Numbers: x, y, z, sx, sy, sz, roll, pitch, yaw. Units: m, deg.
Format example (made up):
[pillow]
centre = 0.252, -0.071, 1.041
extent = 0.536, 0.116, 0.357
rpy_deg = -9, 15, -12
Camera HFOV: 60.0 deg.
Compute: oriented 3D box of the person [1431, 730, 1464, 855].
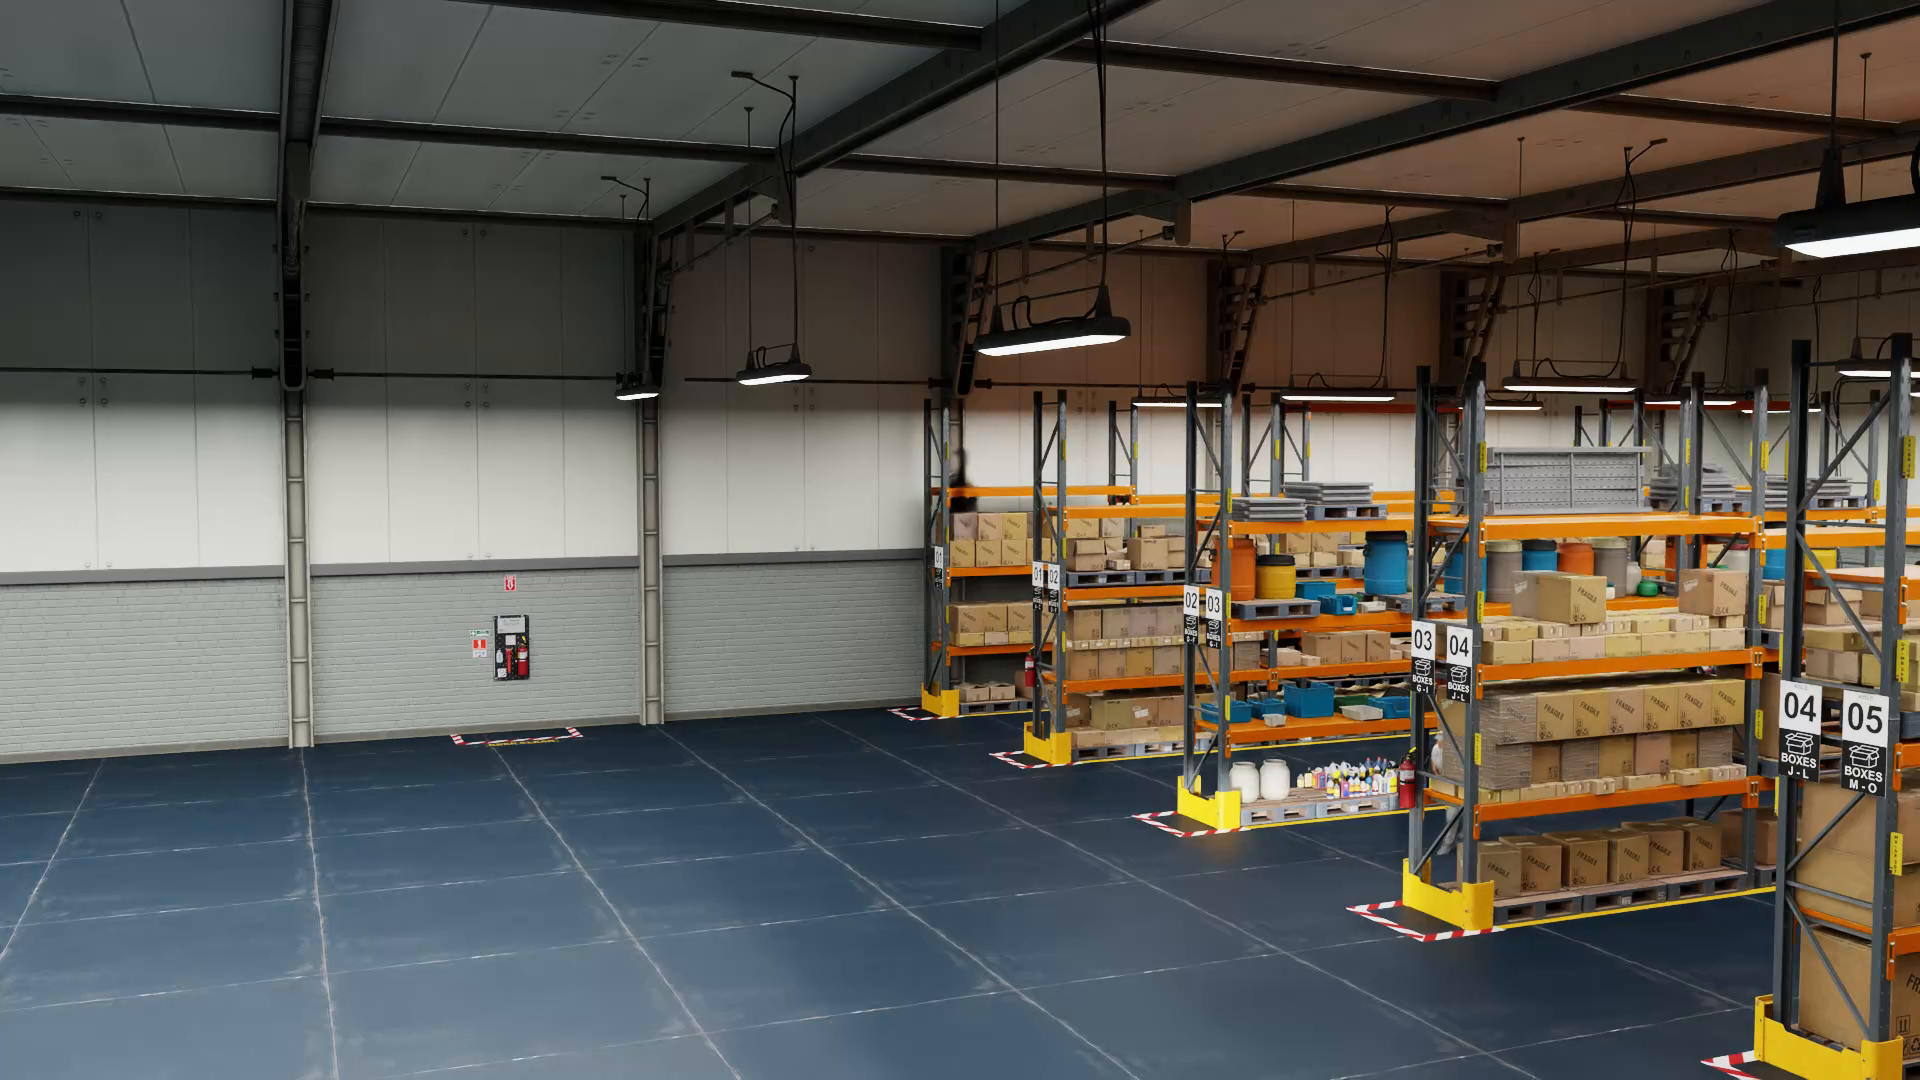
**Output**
[person]
centre = 6.331, 3.157, 21.102
extent = 0.653, 1.629, 1.023
rpy_deg = 3, 5, 43
